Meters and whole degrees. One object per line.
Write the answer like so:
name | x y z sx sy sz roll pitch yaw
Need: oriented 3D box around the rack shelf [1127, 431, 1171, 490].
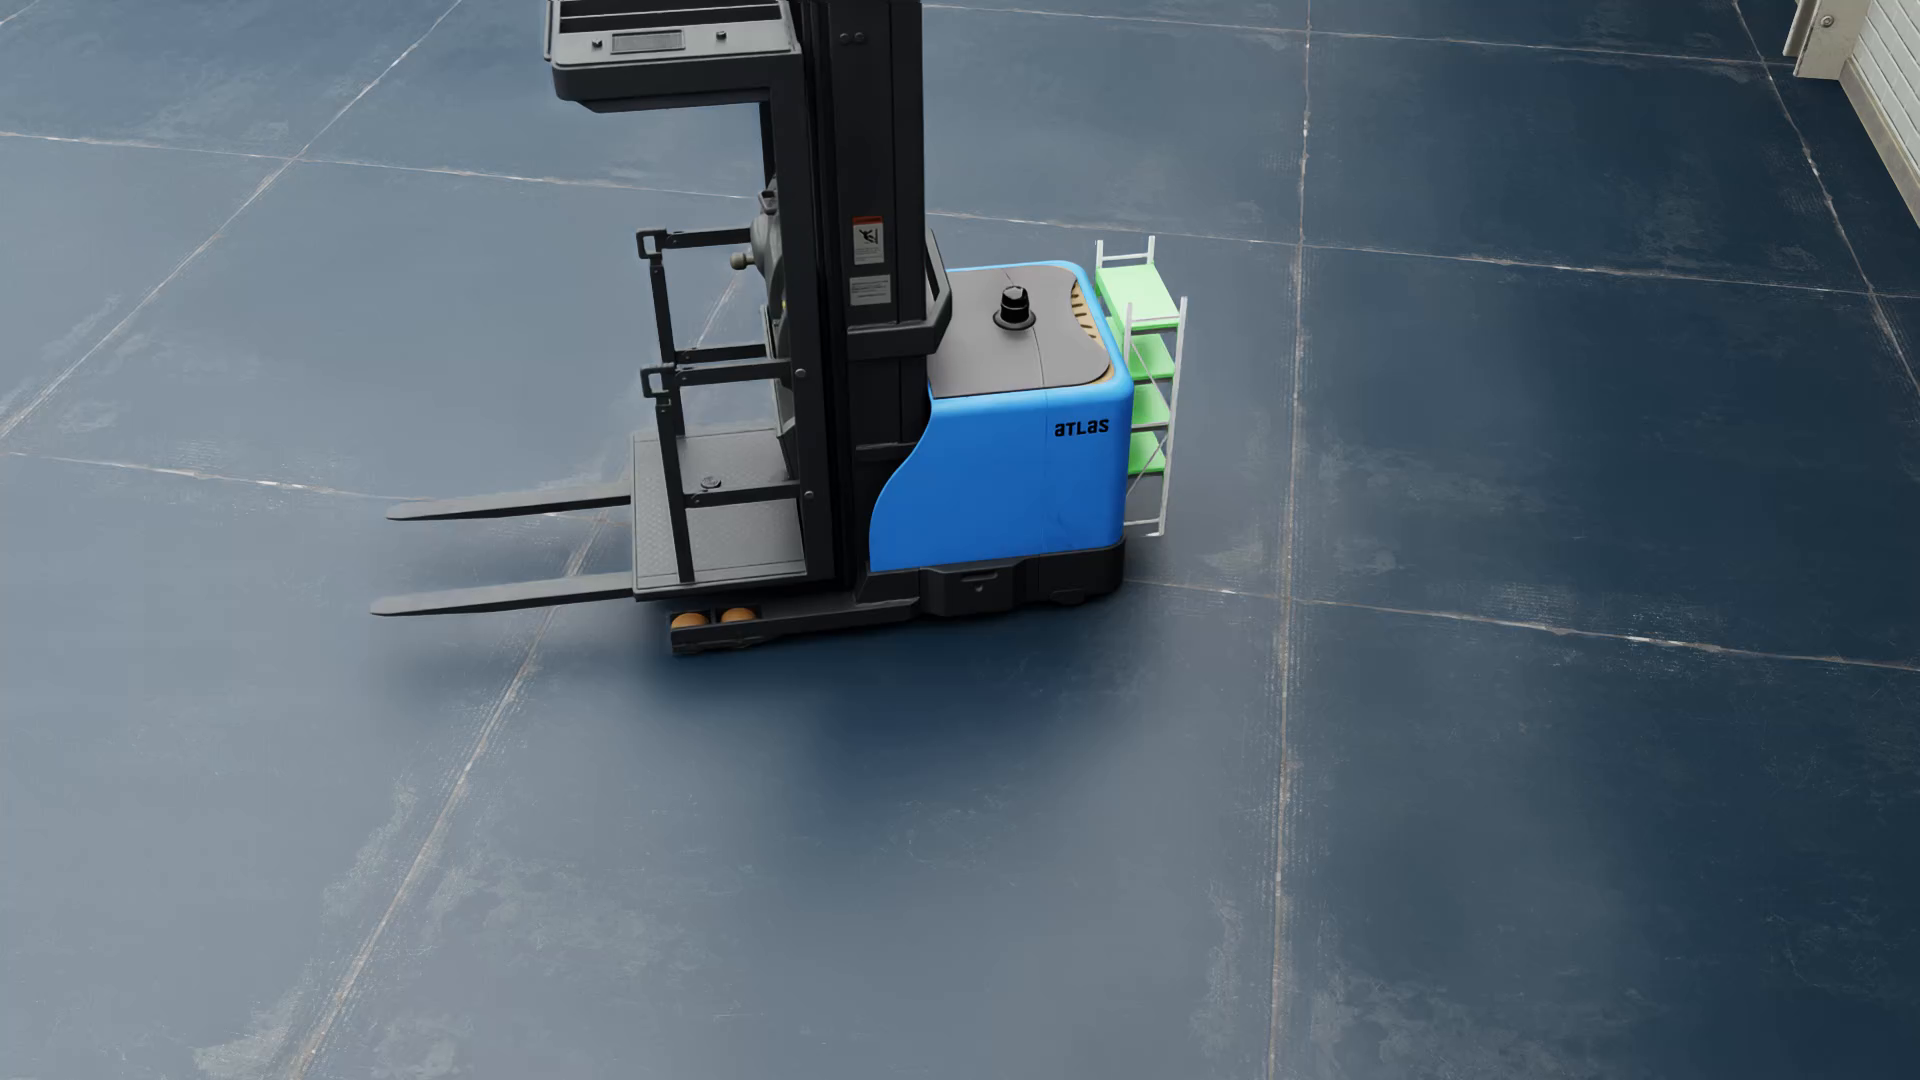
rack shelf | 0.729 -0.393 7.261 0.258 0.148 0.480 -6 40 -8

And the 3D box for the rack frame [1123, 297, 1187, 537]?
rack frame | 0.771 -0.474 6.882 0.240 1.200 0.015 -6 40 -8

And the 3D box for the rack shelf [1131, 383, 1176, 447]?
rack shelf | 0.729 -0.578 7.108 0.258 0.148 0.480 -6 40 -8

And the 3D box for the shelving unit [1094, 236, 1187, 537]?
shelving unit | 0.729 -0.628 7.067 0.258 1.200 0.503 -6 40 -8

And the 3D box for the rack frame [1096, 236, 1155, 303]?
rack frame | 0.687 -0.781 7.253 0.240 1.200 0.015 -6 40 -8

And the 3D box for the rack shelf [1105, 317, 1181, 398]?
rack shelf | 0.729 -0.763 6.955 0.258 0.148 0.480 -6 40 -8

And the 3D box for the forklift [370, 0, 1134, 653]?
forklift | -0.885 -1.036 6.203 3.031 2.935 1.130 -6 40 -7

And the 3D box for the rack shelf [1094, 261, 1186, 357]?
rack shelf | 0.729 -0.948 6.802 0.258 0.148 0.480 -6 40 -8

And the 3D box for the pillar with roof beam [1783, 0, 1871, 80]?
pillar with roof beam | 1.436 -7.098 8.773 9.100 9.000 0.400 6 40 8
